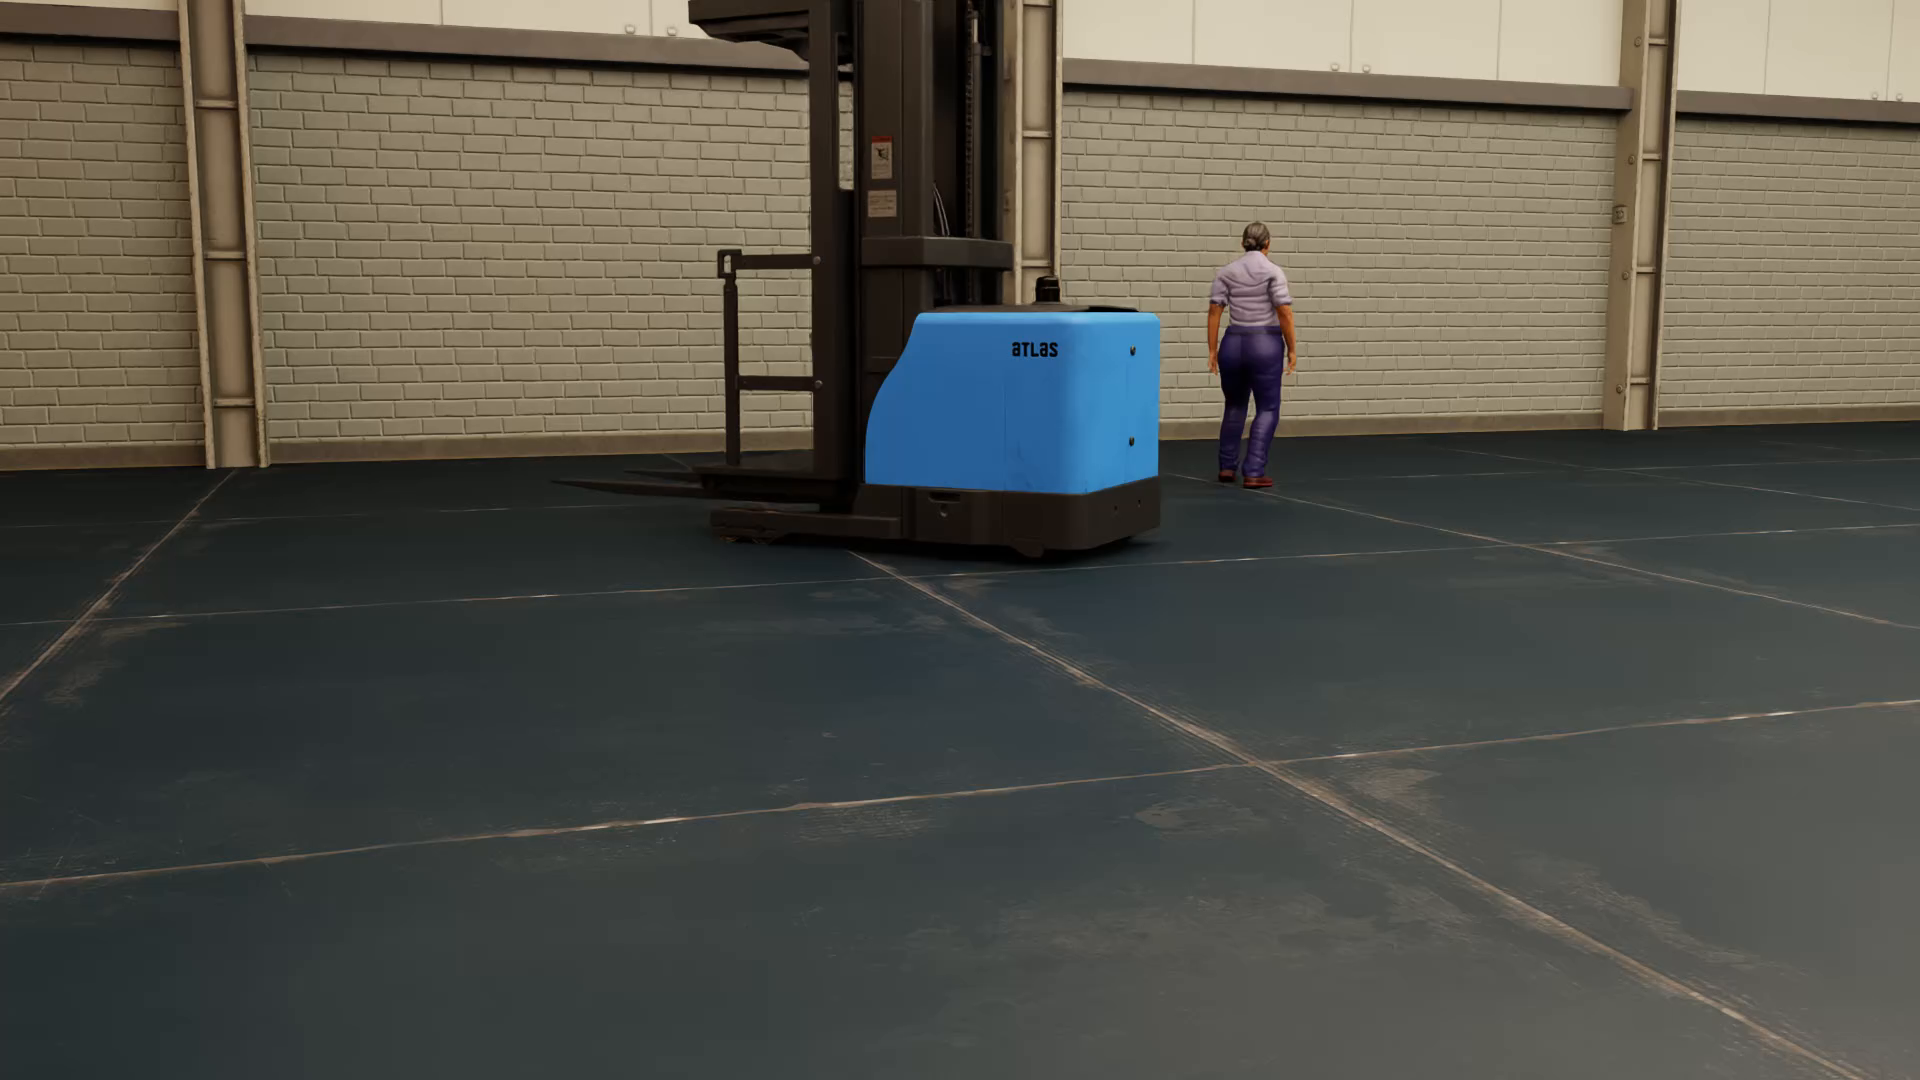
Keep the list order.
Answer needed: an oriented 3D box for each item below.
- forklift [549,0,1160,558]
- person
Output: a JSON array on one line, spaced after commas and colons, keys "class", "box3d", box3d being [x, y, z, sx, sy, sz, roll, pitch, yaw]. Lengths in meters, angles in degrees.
[{"class": "forklift", "box3d": [-0.605, -1.485, 7.970, 3.031, 2.935, 1.130, 4, 9, 26]}, {"class": "person", "box3d": [1.834, -1.135, 10.413, 0.597, 1.687, 0.528, 6, 10, 37]}]
